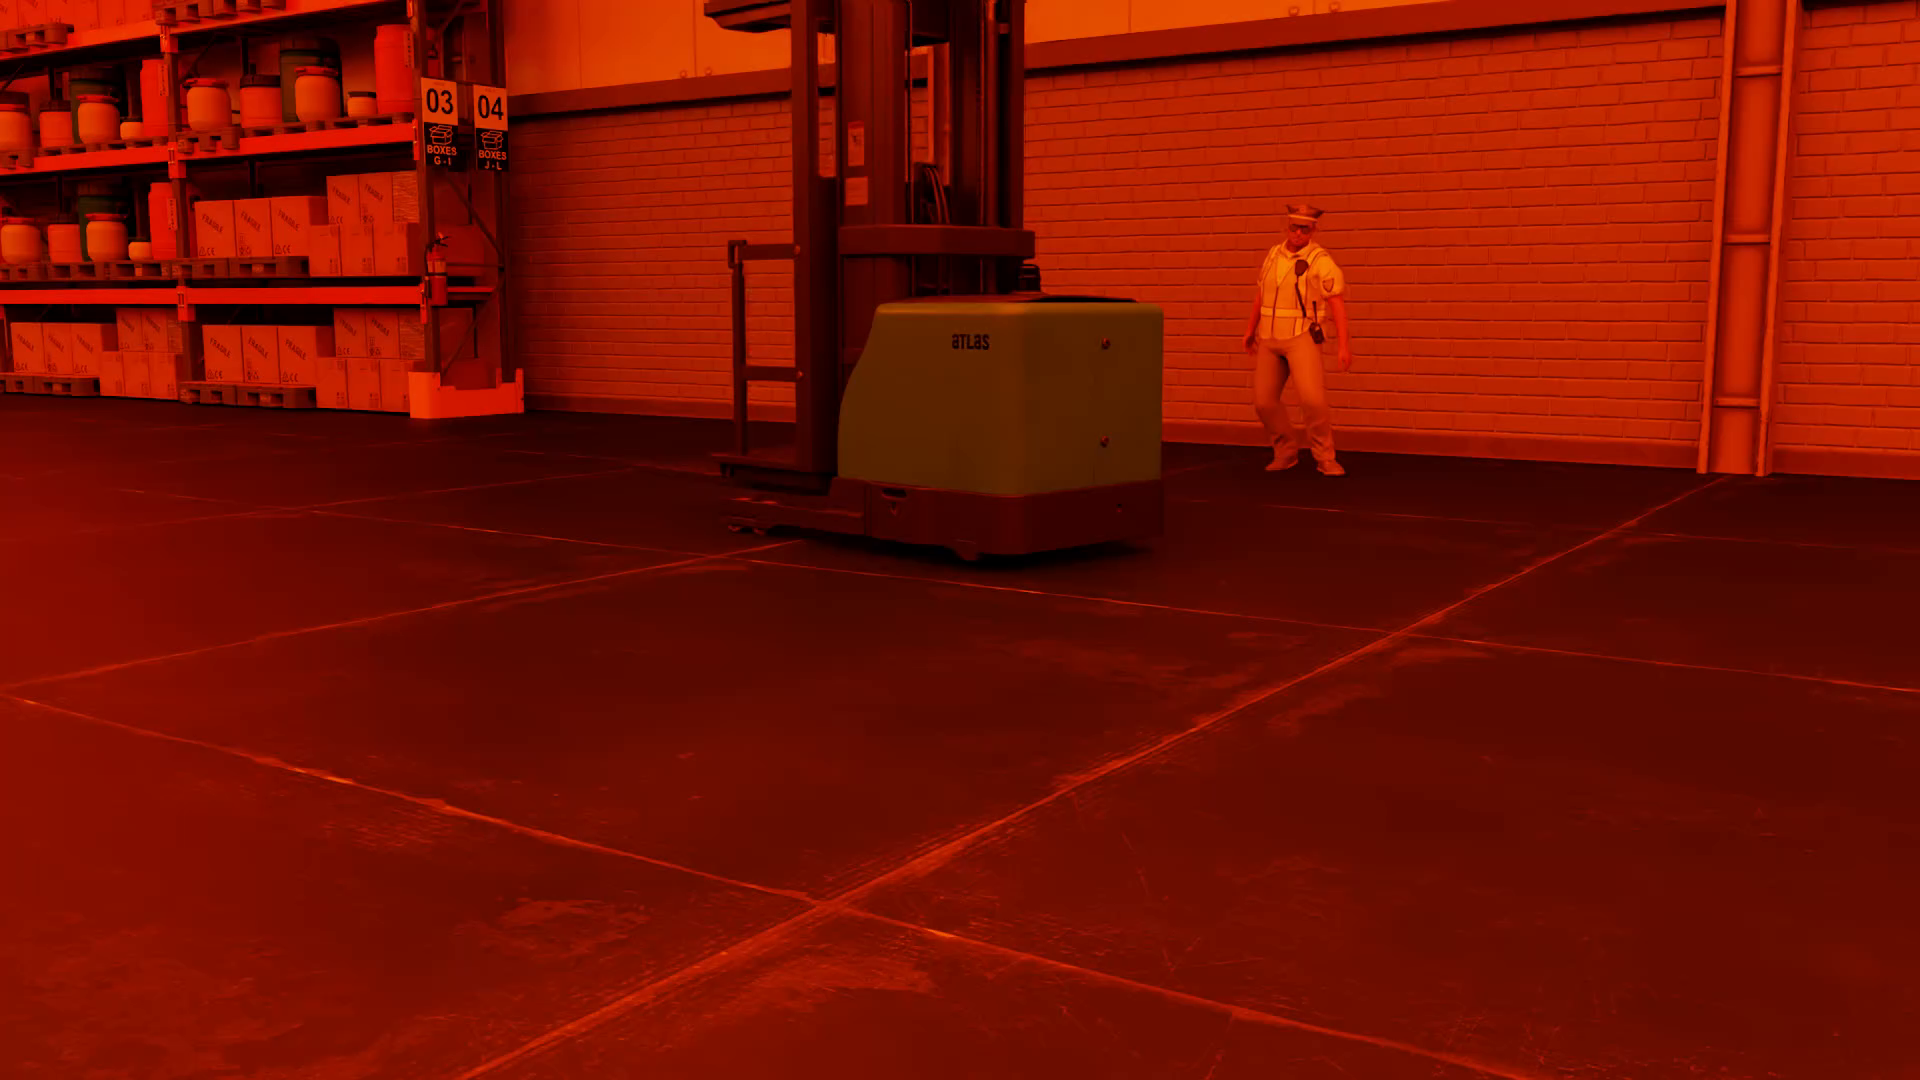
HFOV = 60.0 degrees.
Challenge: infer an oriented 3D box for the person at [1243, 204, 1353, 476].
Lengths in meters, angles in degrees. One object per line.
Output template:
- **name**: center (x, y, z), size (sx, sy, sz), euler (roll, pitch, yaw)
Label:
- **person**: center (2.147, -1.261, 10.631), size (0.461, 1.731, 0.896), euler (-7, 11, -40)

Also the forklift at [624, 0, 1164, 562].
- **forklift**: center (-0.494, -1.516, 7.853), size (1.130, 2.935, 3.031), euler (-8, 11, -44)
